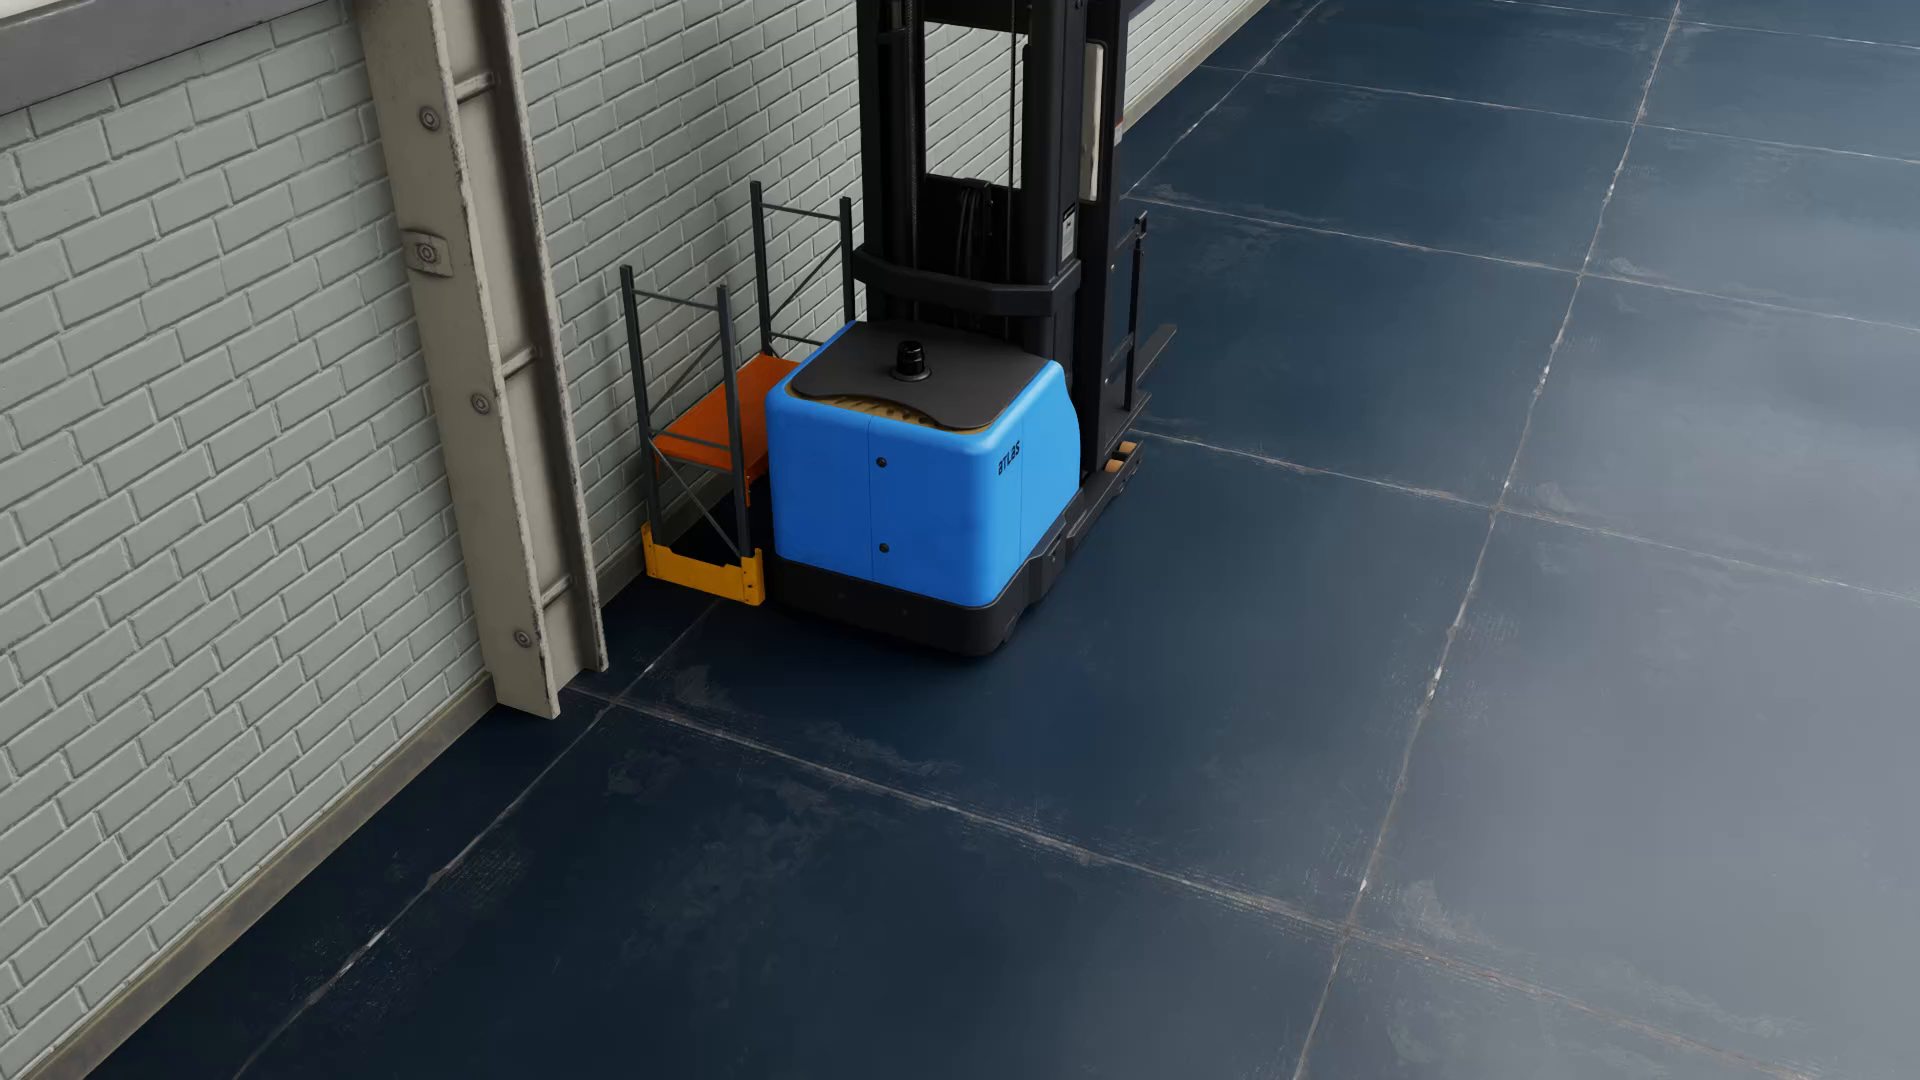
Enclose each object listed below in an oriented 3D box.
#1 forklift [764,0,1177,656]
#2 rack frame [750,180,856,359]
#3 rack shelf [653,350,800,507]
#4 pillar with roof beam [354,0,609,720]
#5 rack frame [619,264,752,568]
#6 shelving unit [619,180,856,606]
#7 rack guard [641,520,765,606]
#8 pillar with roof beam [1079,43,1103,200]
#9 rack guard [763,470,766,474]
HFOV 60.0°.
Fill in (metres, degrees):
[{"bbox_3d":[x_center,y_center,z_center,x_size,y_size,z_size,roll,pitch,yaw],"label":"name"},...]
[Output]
[{"bbox_3d":[0.261,-1.540,7.426,1.130,2.935,3.031,14,36,20],"label":"forklift"},{"bbox_3d":[-0.712,-0.928,7.797,0.500,1.500,0.032,14,36,21],"label":"rack frame"},{"bbox_3d":[-0.925,-0.525,7.510,0.538,0.185,1.000,14,36,21],"label":"rack shelf"},{"bbox_3d":[2.224,-2.190,2.883,9.100,9.000,0.400,14,36,20],"label":"pillar with roof beam"},{"bbox_3d":[-1.139,-0.422,7.026,0.500,1.500,0.032,14,36,21],"label":"rack frame"},{"bbox_3d":[-0.929,-0.670,7.405,0.587,1.500,1.083,14,36,21],"label":"shelving unit"},{"bbox_3d":[-1.138,0.100,7.369,0.587,0.250,0.087,14,36,21],"label":"rack guard"},{"bbox_3d":[4.734,-5.178,7.440,9.100,9.000,0.400,14,36,20],"label":"pillar with roof beam"},{"bbox_3d":[-0.720,-0.396,8.125,0.587,0.250,0.087,14,36,21],"label":"rack guard"}]
